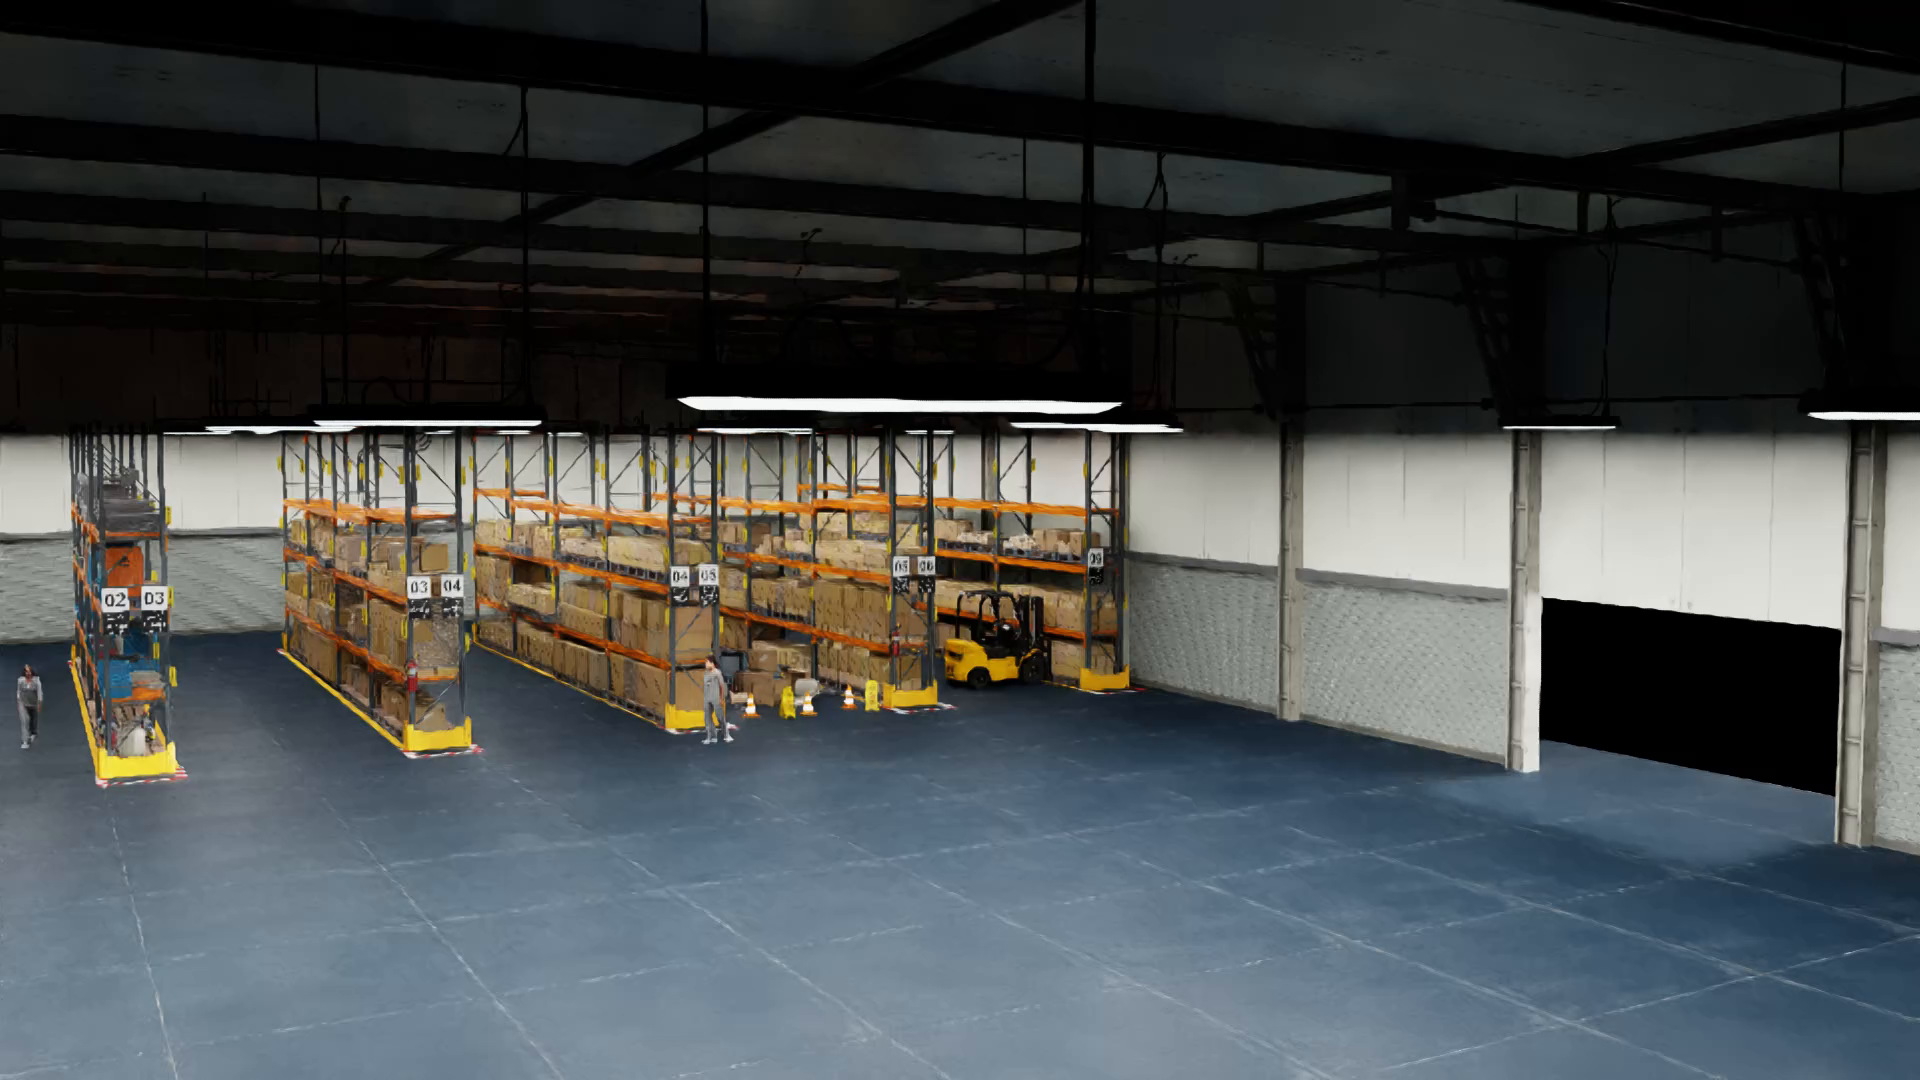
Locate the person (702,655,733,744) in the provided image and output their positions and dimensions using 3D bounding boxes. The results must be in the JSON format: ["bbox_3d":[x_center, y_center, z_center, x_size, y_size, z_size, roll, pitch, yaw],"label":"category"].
[{"bbox_3d":[-4.570,2.973,31.166,0.553,1.662,0.535,2,4,33],"label":"person"}]

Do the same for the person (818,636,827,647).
[{"bbox_3d":[-3.802,2.047,44.823,0.584,1.782,0.662,0,4,-1],"label":"person"}]

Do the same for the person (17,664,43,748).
[{"bbox_3d":[-17.243,3.043,30.840,0.415,1.517,1.041,-2,4,-32],"label":"person"}]
